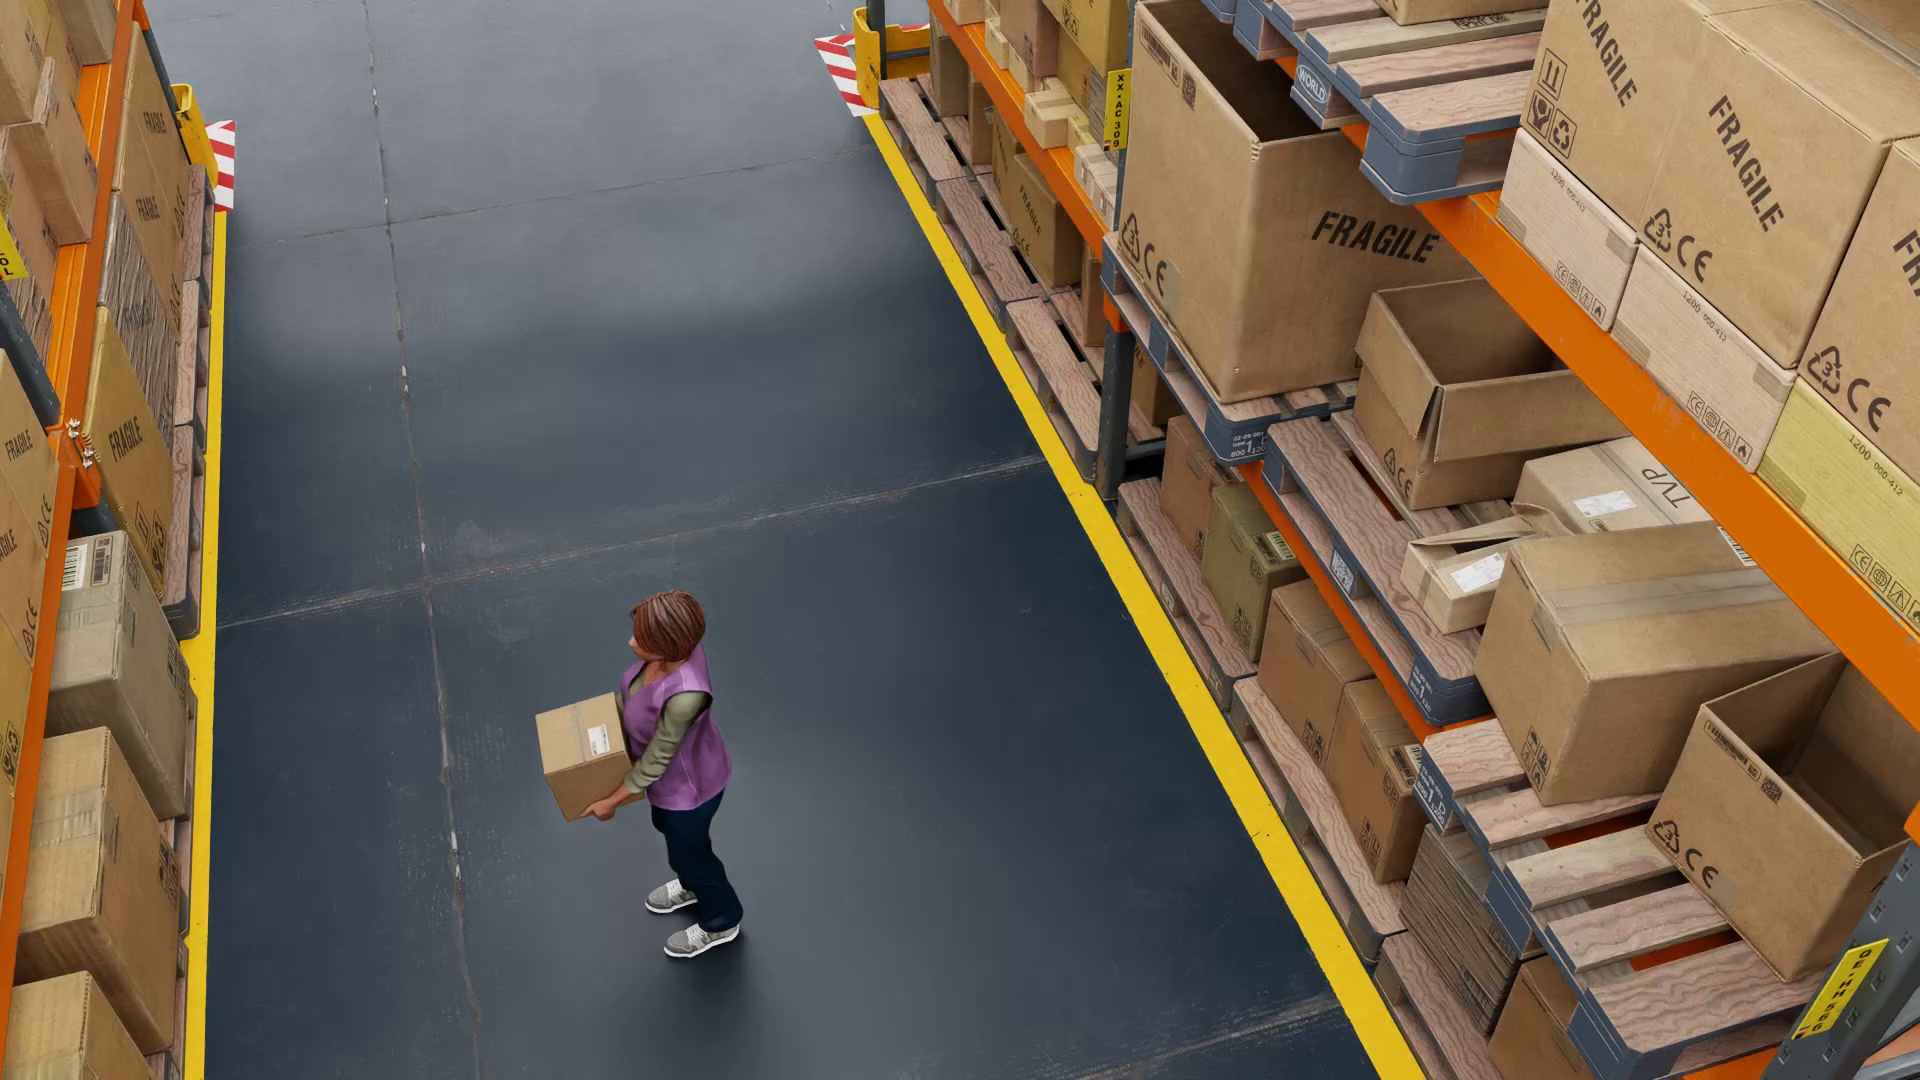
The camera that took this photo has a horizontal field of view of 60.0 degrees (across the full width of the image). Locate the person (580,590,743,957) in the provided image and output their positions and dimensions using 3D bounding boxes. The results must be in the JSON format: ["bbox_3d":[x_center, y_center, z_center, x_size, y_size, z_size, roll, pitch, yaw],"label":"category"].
[{"bbox_3d":[-0.981,0.769,5.343,0.490,1.596,0.404,-12,44,-12],"label":"person"}]
